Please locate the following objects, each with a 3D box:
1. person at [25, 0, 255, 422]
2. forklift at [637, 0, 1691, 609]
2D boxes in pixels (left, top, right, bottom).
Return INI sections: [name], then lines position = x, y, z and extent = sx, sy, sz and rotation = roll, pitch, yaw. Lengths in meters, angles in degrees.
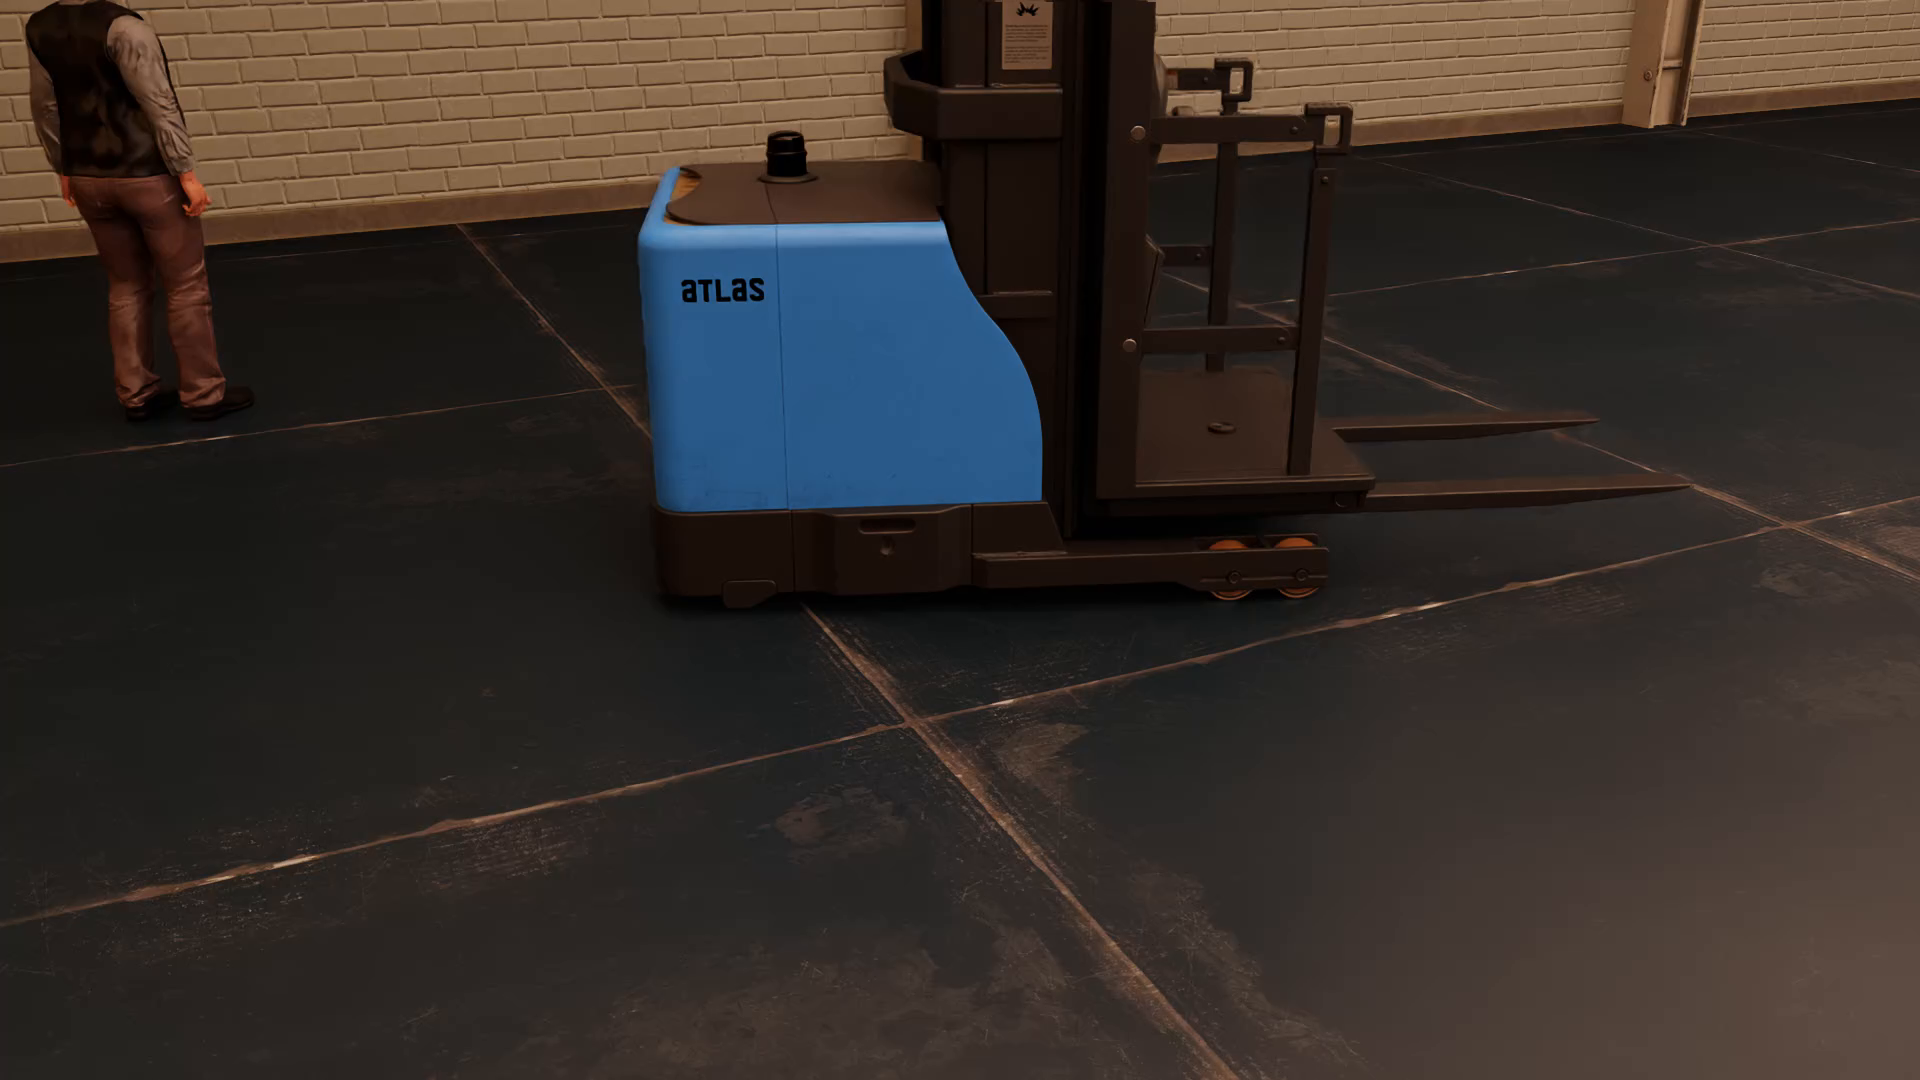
[person]
position = -2.939, -1.280, 5.947
extent = 0.591, 1.725, 0.392
rotation = 5, 23, 12
[forklift]
position = 0.627, -1.384, 4.617
extent = 3.031, 2.935, 1.130
rotation = -2, 23, -5
